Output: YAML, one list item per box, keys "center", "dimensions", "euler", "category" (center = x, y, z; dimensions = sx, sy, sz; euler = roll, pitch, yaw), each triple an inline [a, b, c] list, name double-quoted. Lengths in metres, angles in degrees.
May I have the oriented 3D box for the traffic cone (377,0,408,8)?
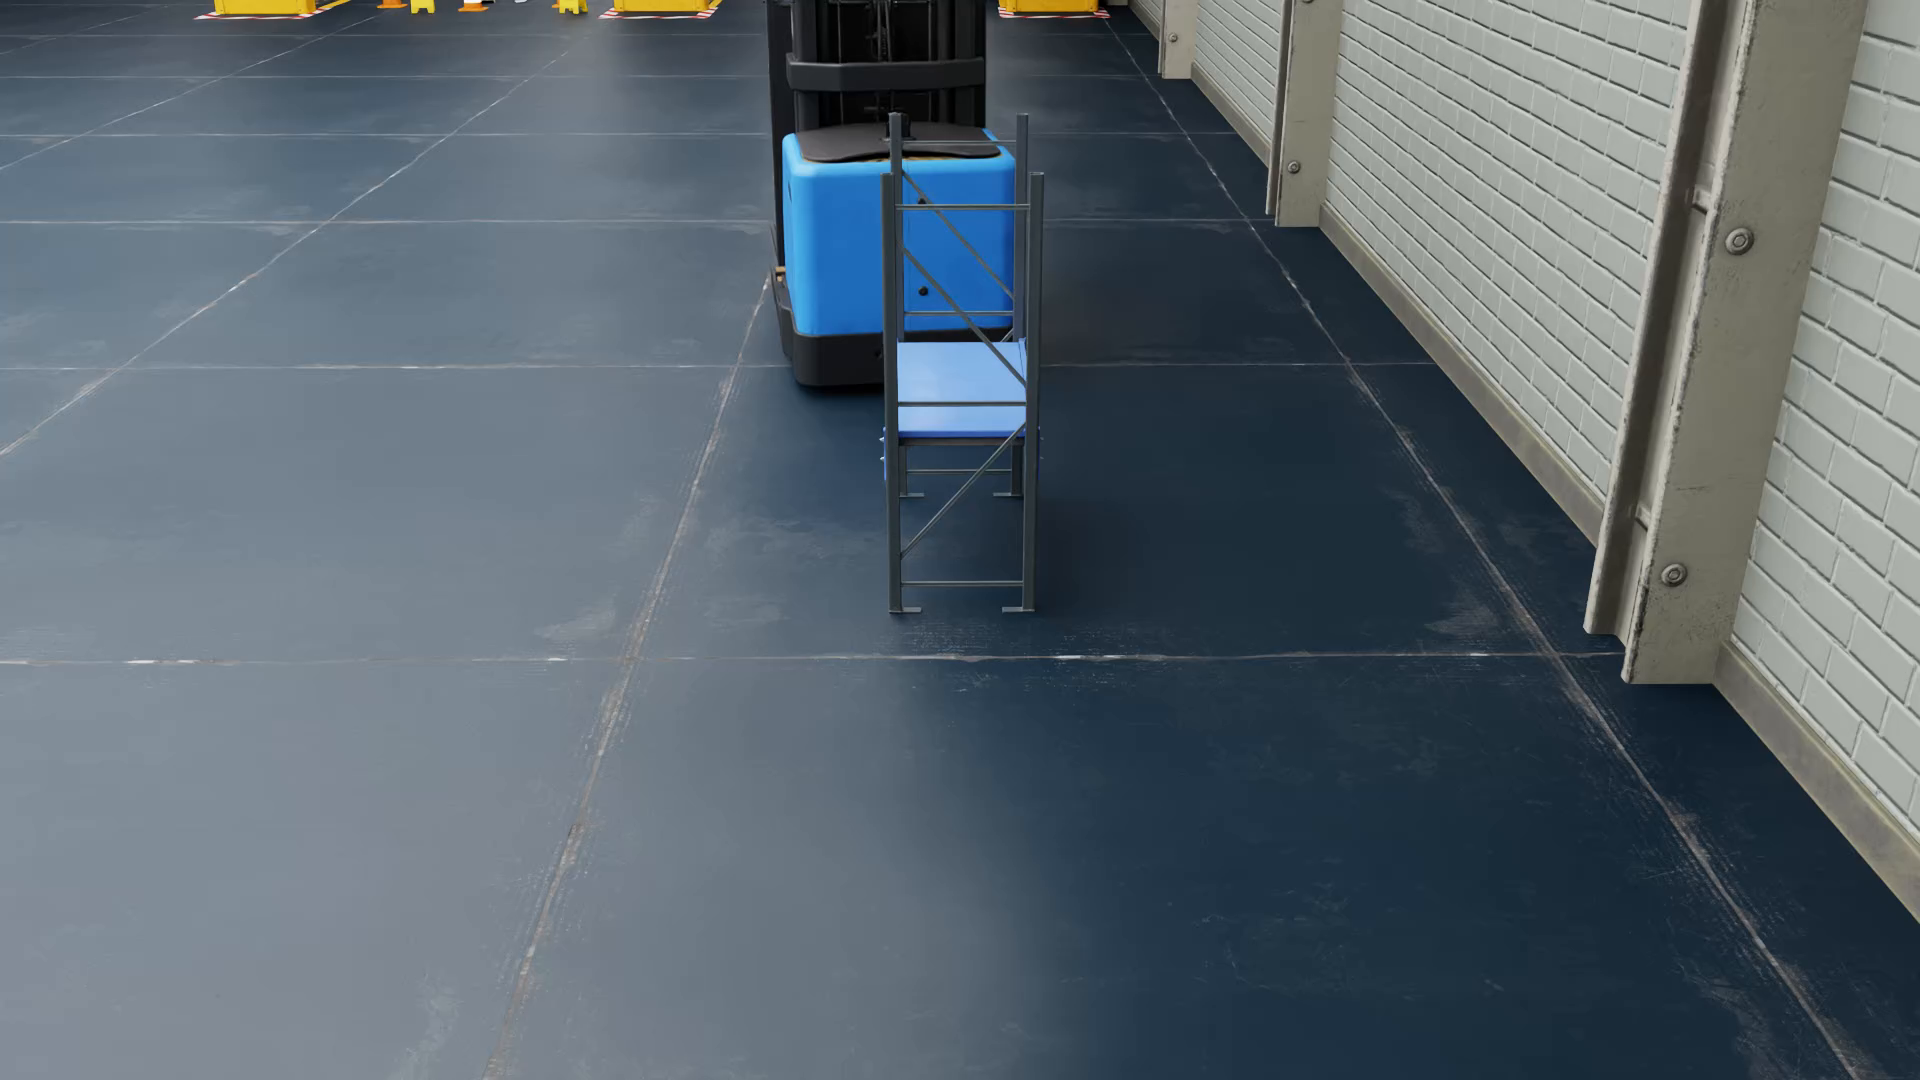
- center: [-7.332, -7.103, 21.394]
  dimensions: [0.336, 0.463, 0.334]
  euler: [0, 24, -1]
  category: "traffic cone"

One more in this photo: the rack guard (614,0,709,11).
- center: [-3.798, -6.990, 21.099]
  dimensions: [1.175, 0.500, 0.348]
  euler: [0, 24, -1]
  category: "rack guard"

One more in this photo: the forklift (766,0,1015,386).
- center: [-0.451, -2.619, 8.484]
  dimensions: [1.130, 2.935, 3.031]
  euler: [-4, 25, -8]
  category: "forklift"

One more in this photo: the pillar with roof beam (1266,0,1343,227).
- center: [-2.114, -6.182, 8.999]
  dimensions: [9.100, 9.000, 0.400]
  euler: [0, 24, -1]
  category: "pillar with roof beam"

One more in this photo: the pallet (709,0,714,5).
- center: [-3.772, -7.194, 21.899]
  dimensions: [1.003, 0.211, 1.213]
  euler: [0, 24, -1]
  category: "pallet"

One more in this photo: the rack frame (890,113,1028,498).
- center: [-0.005, -0.858, 6.326]
  dimensions: [0.500, 1.500, 0.032]
  euler: [0, 24, -1]
  category: "rack frame"

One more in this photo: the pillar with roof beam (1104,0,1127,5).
- center: [-2.245, -11.127, 19.932]
  dimensions: [9.100, 9.000, 0.400]
  euler: [0, 24, -1]
  category: "pillar with roof beam"

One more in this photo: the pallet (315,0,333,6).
- center: [-8.833, -7.093, 21.676]
  dimensions: [1.003, 0.211, 1.213]
  euler: [0, 24, -1]
  category: "pallet"

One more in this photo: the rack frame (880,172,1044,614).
- center: [0.006, -0.439, 5.400]
  dimensions: [0.500, 1.500, 0.032]
  euler: [0, 24, -1]
  category: "rack frame"

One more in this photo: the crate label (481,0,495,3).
- center: [-6.269, -7.144, 21.878]
  dimensions: [0.250, 0.136, 0.298]
  euler: [-14, 28, -28]
  category: "crate label"

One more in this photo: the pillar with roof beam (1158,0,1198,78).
- center: [-2.180, -8.654, 14.465]
  dimensions: [9.100, 9.000, 0.400]
  euler: [0, 24, -1]
  category: "pillar with roof beam"

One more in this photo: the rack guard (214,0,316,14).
- center: [-8.746, -6.885, 20.867]
  dimensions: [1.175, 0.500, 0.348]
  euler: [0, 24, -1]
  category: "rack guard"

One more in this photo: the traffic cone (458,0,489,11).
- center: [-6.198, -6.968, 21.096]
  dimensions: [0.336, 0.463, 0.334]
  euler: [0, 24, -1]
  category: "traffic cone"

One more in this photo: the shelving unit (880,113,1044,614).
- center: [0.001, -0.648, 5.863]
  dimensions: [0.538, 1.500, 1.048]
  euler: [0, 24, -1]
  category: "shelving unit"

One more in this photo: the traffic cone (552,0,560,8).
- center: [-5.092, -7.113, 21.416]
  dimensions: [0.336, 0.463, 0.334]
  euler: [0, 24, -1]
  category: "traffic cone"

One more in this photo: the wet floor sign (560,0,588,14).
- center: [-4.865, -6.942, 20.816]
  dimensions: [0.267, 0.644, 0.232]
  euler: [8, 26, 18]
  category: "wet floor sign"

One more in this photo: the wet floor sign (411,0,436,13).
- center: [-6.766, -6.958, 20.852]
  dimensions: [0.267, 0.644, 0.232]
  euler: [-4, 25, -10]
  category: "wet floor sign"

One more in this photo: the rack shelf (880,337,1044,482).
- center: [0.001, -0.484, 5.937]
  dimensions: [0.538, 0.185, 1.000]
  euler: [0, 24, -1]
  category: "rack shelf"

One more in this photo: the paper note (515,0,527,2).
- center: [-5.798, -7.126, 21.968]
  dimensions: [0.148, 0.019, 0.142]
  euler: [-9, 26, -19]
  category: "paper note"

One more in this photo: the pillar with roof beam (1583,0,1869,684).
- center: [-2.049, -3.710, 3.532]
  dimensions: [9.100, 9.000, 0.400]
  euler: [0, 24, -1]
  category: "pillar with roof beam"

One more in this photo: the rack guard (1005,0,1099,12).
- center: [1.166, -6.973, 21.061]
  dimensions: [1.175, 0.500, 0.348]
  euler: [0, 24, -1]
  category: "rack guard"
